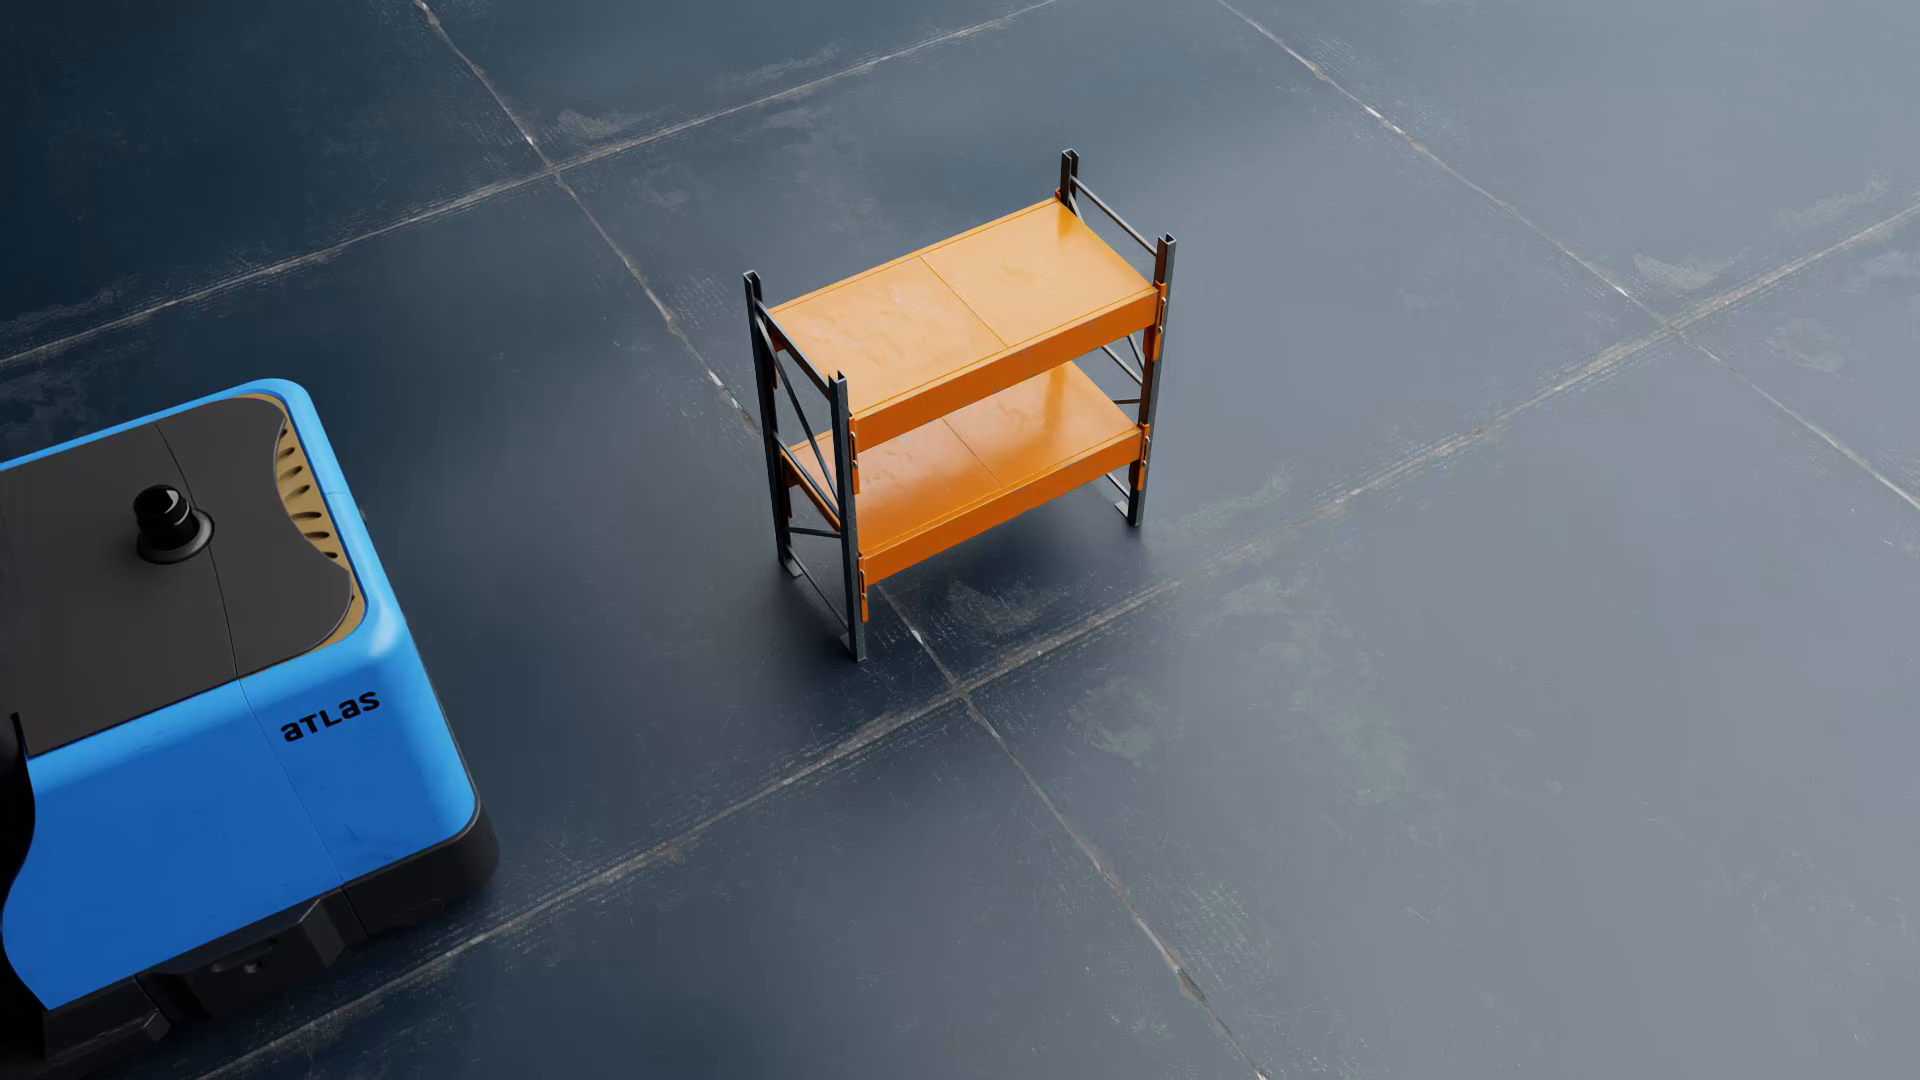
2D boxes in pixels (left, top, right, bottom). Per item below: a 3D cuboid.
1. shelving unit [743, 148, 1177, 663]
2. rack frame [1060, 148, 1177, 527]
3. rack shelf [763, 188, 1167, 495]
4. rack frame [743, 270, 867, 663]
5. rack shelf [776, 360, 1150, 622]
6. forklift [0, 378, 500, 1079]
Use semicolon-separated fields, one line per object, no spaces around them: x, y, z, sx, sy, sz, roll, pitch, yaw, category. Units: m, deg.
0.006;-0.377;4.832;1.048;1.125;0.538;-25;53;-21;shelving unit
0.436;-0.579;5.013;0.032;1.125;0.500;-25;53;-21;rack frame
0.006;-0.571;4.614;1.000;0.278;0.538;-25;53;-21;rack shelf
-0.424;-0.174;4.652;0.032;1.125;0.500;-25;53;-21;rack frame
0.006;-0.214;5.015;1.000;0.278;0.538;-25;53;-21;rack shelf
-2.760;0.155;3.149;3.031;2.935;1.130;-22;52;-19;forklift
